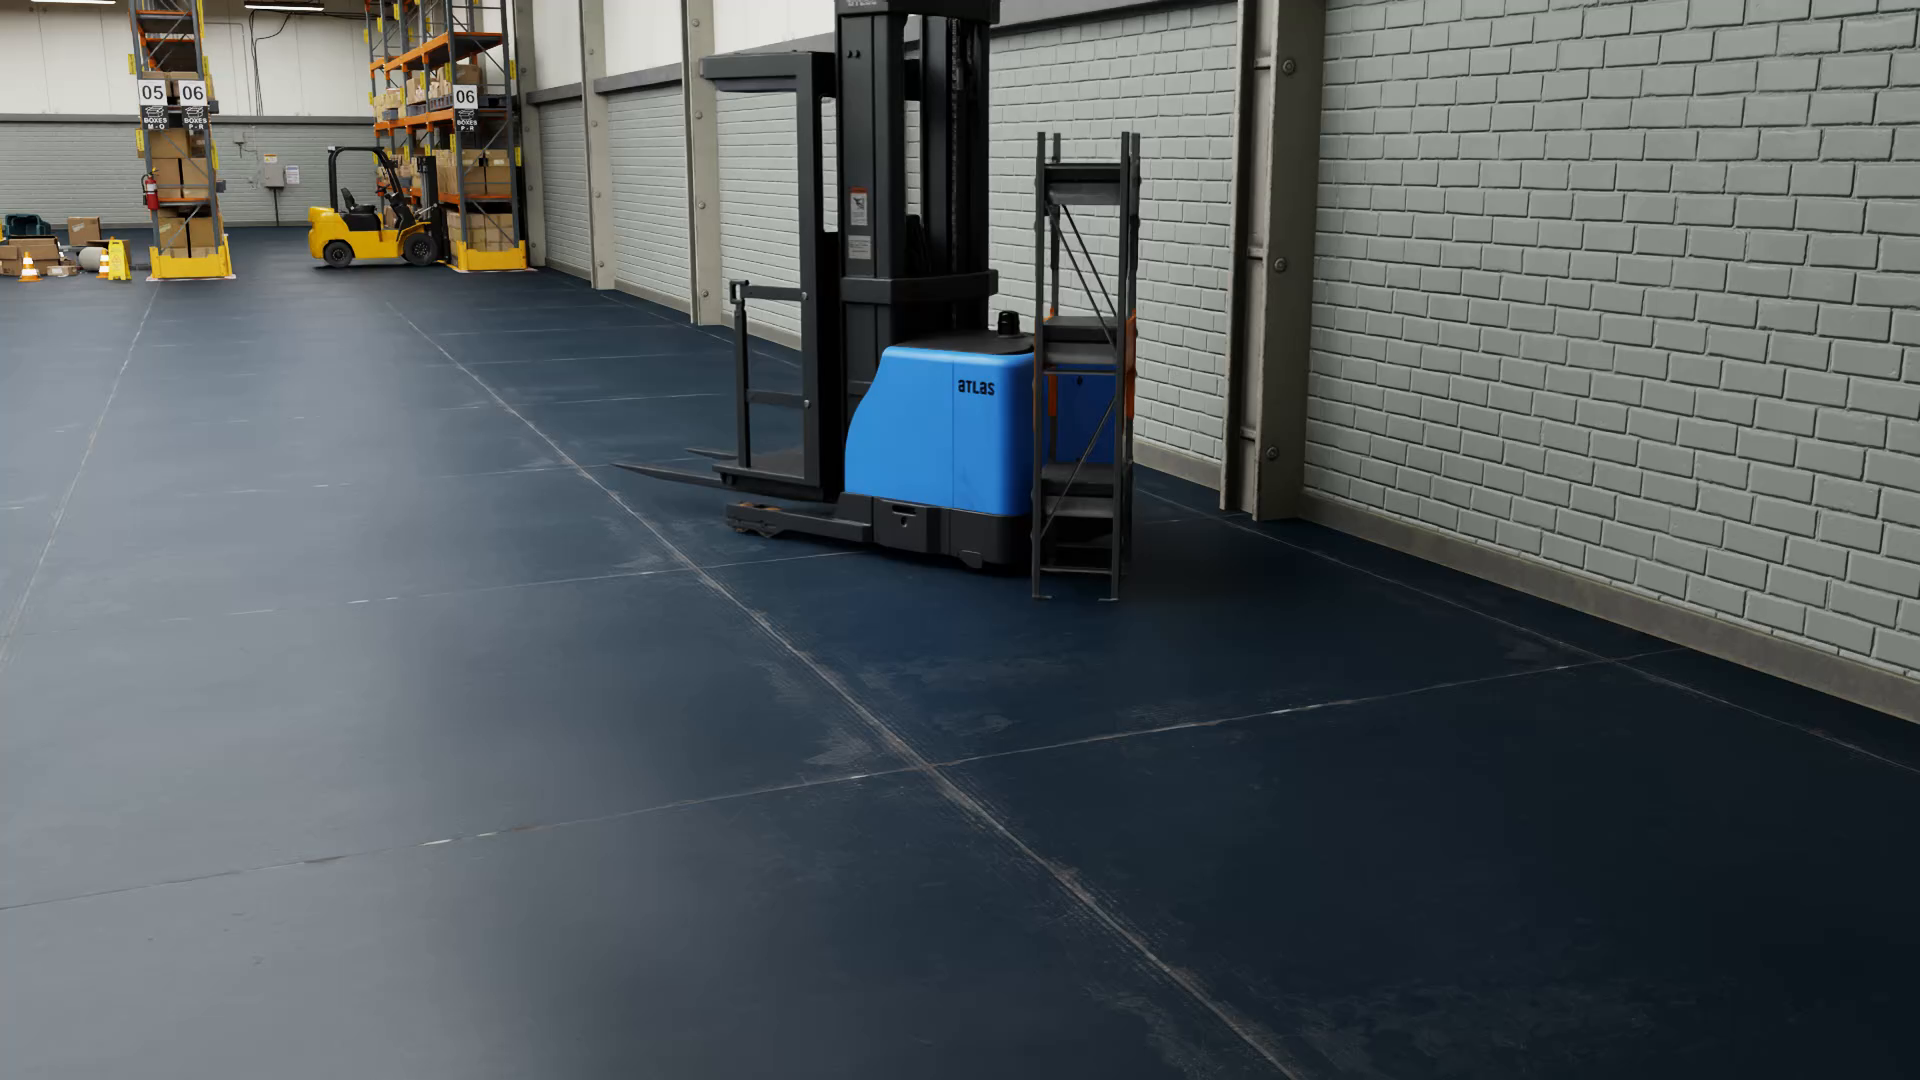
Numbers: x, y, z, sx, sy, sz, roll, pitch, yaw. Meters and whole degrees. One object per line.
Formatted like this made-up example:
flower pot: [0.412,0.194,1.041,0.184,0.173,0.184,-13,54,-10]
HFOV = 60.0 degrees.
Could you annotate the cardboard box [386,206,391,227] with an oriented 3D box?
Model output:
cardboard box: [-14.377,-8.332,42.830,0.700,0.500,0.500,-5,14,-21]

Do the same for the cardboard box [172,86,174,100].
cardboard box: [-14.048,-7.835,29.091,0.500,0.250,0.500,-5,14,-22]

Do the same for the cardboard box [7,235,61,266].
cardboard box: [-16.384,-5.082,29.411,0.797,0.637,0.503,-6,14,-23]

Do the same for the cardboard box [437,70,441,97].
cardboard box: [-9.351,-8.534,31.056,0.797,0.503,0.637,-5,14,-21]

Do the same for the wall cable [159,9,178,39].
wall cable: [-21.925,-13.284,46.308,0.463,3.000,0.029,-6,14,-23]

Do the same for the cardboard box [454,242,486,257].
cardboard box: [-8.910,-5.288,30.233,0.500,0.250,0.500,-6,14,-23]

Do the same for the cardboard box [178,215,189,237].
cardboard box: [-13.947,-5.490,29.443,0.500,0.500,0.500,-6,14,-24]

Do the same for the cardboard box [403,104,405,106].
cardboard box: [-12.307,-9.801,37.360,0.380,0.149,0.250,-6,14,-23]

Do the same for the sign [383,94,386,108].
sign: [-13.733,-10.497,39.771,0.100,0.325,0.005,-6,14,-23]

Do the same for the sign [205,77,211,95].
sign: [-14.087,-8.496,31.126,0.100,0.325,0.005,-6,14,-23]

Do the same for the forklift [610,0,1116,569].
forklift: [-0.656,-1.526,8.962,3.031,2.935,1.130,9,16,35]

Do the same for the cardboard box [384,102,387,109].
cardboard box: [-13.412,-10.272,39.351,0.380,0.149,0.250,-5,14,-22]

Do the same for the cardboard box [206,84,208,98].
cardboard box: [-13.129,-7.672,28.385,0.500,0.250,0.500,-6,14,-24]

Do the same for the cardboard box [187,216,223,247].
cardboard box: [-13.059,-5.332,28.761,0.500,0.500,0.500,-6,14,-25]

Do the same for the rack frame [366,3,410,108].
rack frame: [-14.842,-12.583,43.280,1.000,3.000,0.127,-6,14,-23]

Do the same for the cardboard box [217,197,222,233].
cardboard box: [-17.095,-7.247,37.312,0.875,0.875,0.875,-5,14,-21]

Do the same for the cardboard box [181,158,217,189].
cardboard box: [-12.915,-6.222,28.220,0.500,0.500,0.500,-6,14,-24]

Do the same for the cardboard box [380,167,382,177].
cardboard box: [-14.705,-9.510,42.980,0.500,0.250,0.500,-5,14,-22]

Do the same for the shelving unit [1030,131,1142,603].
shelving unit: [0.582,-0.800,7.671,0.431,2.100,0.503,3,13,11]

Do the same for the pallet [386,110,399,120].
pallet: [-12.624,-9.849,38.535,1.213,0.211,1.003,-6,14,-23]

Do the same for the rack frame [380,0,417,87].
rack frame: [-13.239,-11.757,39.710,1.000,3.000,0.127,-6,14,-23]

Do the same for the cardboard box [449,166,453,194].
cardboard box: [-9.069,-6.589,30.466,0.500,0.500,0.500,-5,14,-21]

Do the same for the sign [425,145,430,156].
sign: [-10.528,-7.656,32.903,0.100,0.325,0.005,-6,14,-23]

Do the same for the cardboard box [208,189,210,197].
cardboard box: [-13.071,-5.985,28.634,0.380,0.149,0.250,-6,14,-25]

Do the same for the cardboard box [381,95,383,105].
cardboard box: [-14.069,-10.903,41.237,0.500,0.250,0.500,-5,14,-22]

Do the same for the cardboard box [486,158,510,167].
cardboard box: [-8.331,-6.813,29.994,0.380,0.149,0.250,-6,14,-24]

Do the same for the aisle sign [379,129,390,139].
aisle sign: [-15.138,-10.914,43.610,0.394,0.787,0.004,-6,14,-23]

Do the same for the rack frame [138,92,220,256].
rack frame: [-12.979,-5.906,27.734,1.000,3.000,0.127,-6,14,-23]

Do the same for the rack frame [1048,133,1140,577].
rack frame: [0.629,-0.854,7.904,0.400,2.100,0.015,3,13,11]

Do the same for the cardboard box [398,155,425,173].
cardboard box: [-12.460,-8.583,38.141,0.797,0.503,0.637,-6,14,-24]

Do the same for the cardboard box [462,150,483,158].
cardboard box: [-8.769,-6.919,29.794,0.380,0.149,0.250,-6,14,-23]

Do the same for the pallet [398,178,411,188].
pallet: [-11.973,-8.048,37.415,1.213,0.211,1.003,-6,14,-23]

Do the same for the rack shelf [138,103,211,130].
rack shelf: [-13.780,-7.430,29.262,1.077,0.370,4.000,-6,14,-23]

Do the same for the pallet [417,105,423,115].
pallet: [-10.833,-9.014,34.931,1.003,0.211,1.213,-5,14,-20]

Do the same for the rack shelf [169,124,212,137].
rack shelf: [-18.587,-9.909,39.974,1.077,0.370,4.000,-6,14,-23]

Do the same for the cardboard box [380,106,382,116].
cardboard box: [-14.270,-10.762,41.739,0.500,0.250,0.500,-6,14,-24]

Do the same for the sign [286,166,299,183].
sign: [-19.315,-10.575,48.119,0.329,0.494,0.001,-6,14,-23]

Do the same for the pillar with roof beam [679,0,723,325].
pillar with roof beam: [-7.023,-6.635,17.579,9.100,9.000,0.400,-6,14,-23]

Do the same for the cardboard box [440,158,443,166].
cardboard box: [-9.662,-7.189,31.619,0.380,0.149,0.250,-6,14,-25]

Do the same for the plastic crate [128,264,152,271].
plastic crate: [-14.704,-4.911,29.912,0.402,0.080,0.583,-12,18,-42]

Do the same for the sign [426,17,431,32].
sign: [-12.733,-12.340,39.808,0.100,0.325,0.005,-6,14,-23]

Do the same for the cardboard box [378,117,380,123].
cardboard box: [-14.594,-10.692,42.319,0.380,0.149,0.250,-6,14,-23]

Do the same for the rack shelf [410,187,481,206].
rack shelf: [-10.836,-7.244,35.111,1.077,0.370,4.000,-6,14,-23]

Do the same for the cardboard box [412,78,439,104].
cardboard box: [-11.162,-9.389,34.757,0.500,0.500,0.500,-5,14,-22]
